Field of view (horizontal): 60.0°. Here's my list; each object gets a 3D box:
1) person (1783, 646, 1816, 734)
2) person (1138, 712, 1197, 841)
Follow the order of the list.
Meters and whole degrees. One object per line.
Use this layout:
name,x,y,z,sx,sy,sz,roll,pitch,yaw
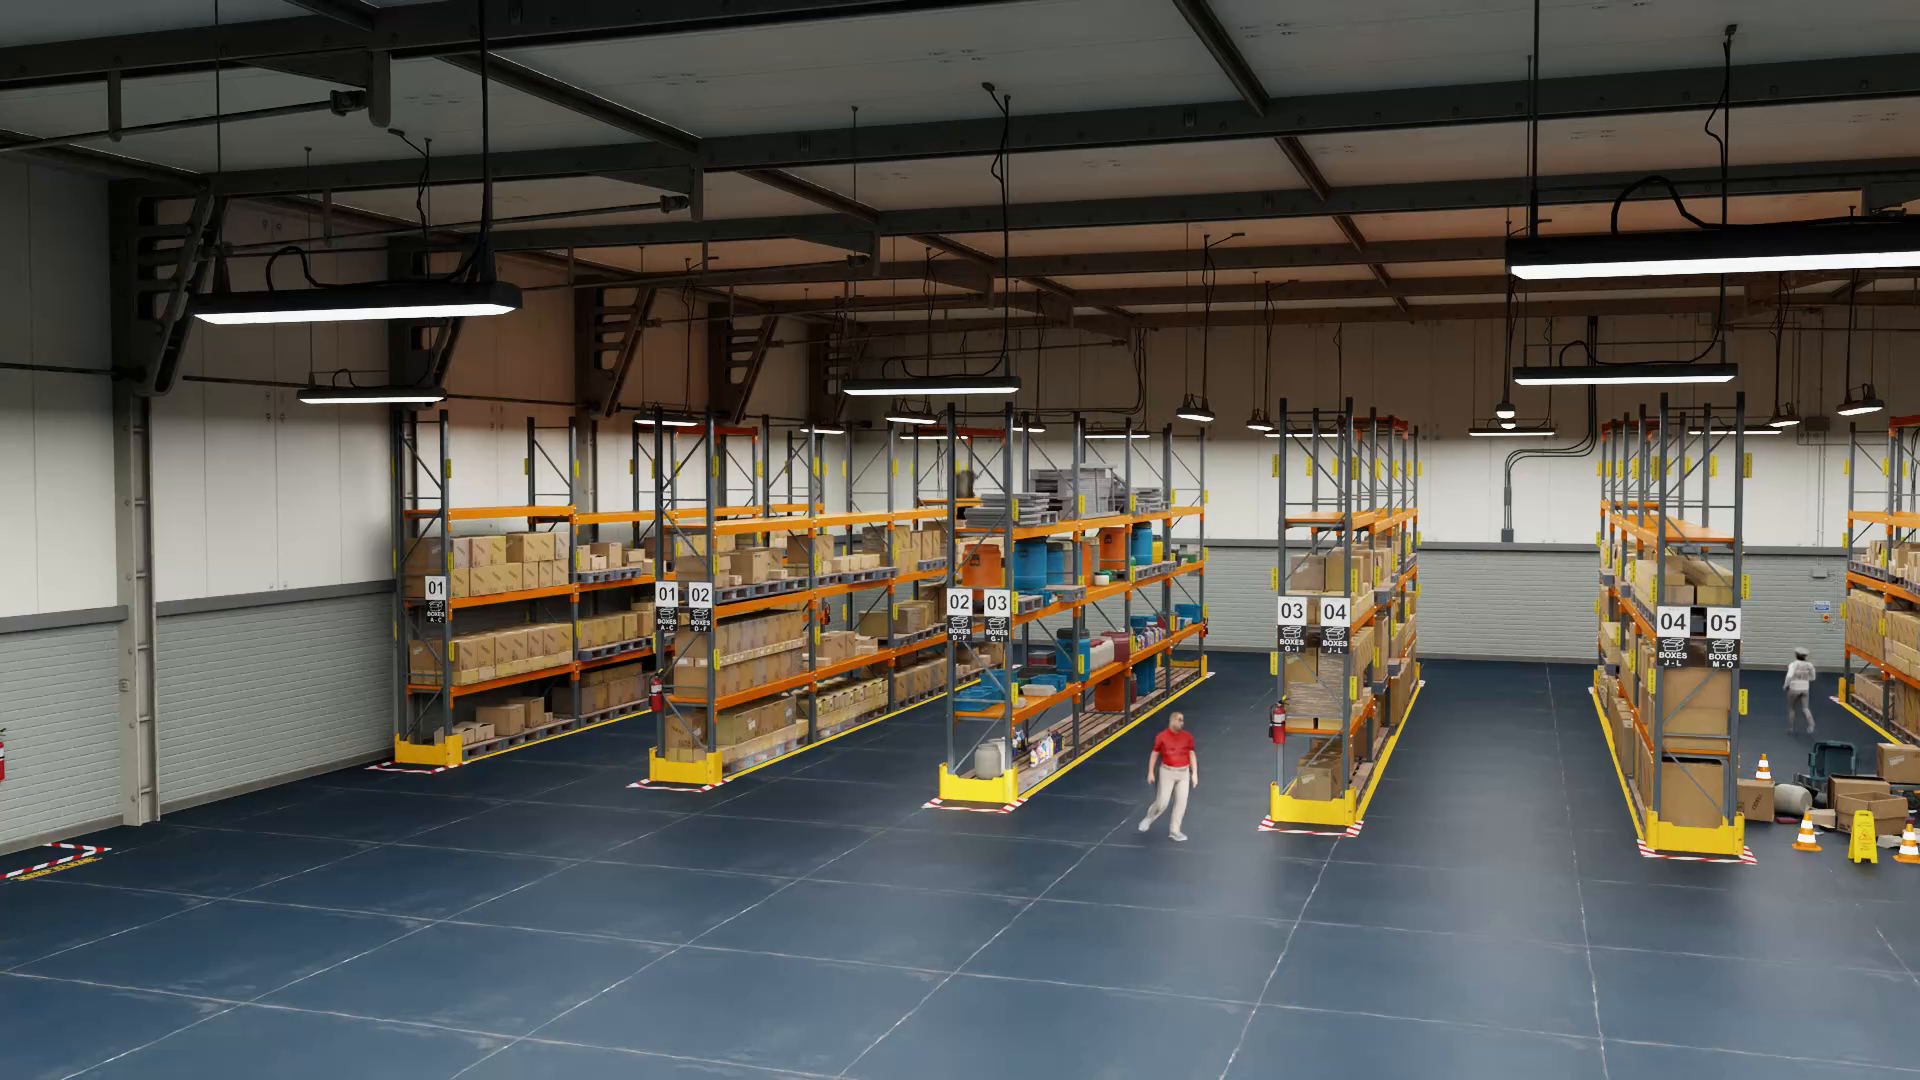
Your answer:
person,15.701,2.825,31.094,0.611,1.660,0.870,0,2,6
person,2.806,3.175,22.513,0.710,1.721,0.592,-1,3,-16
